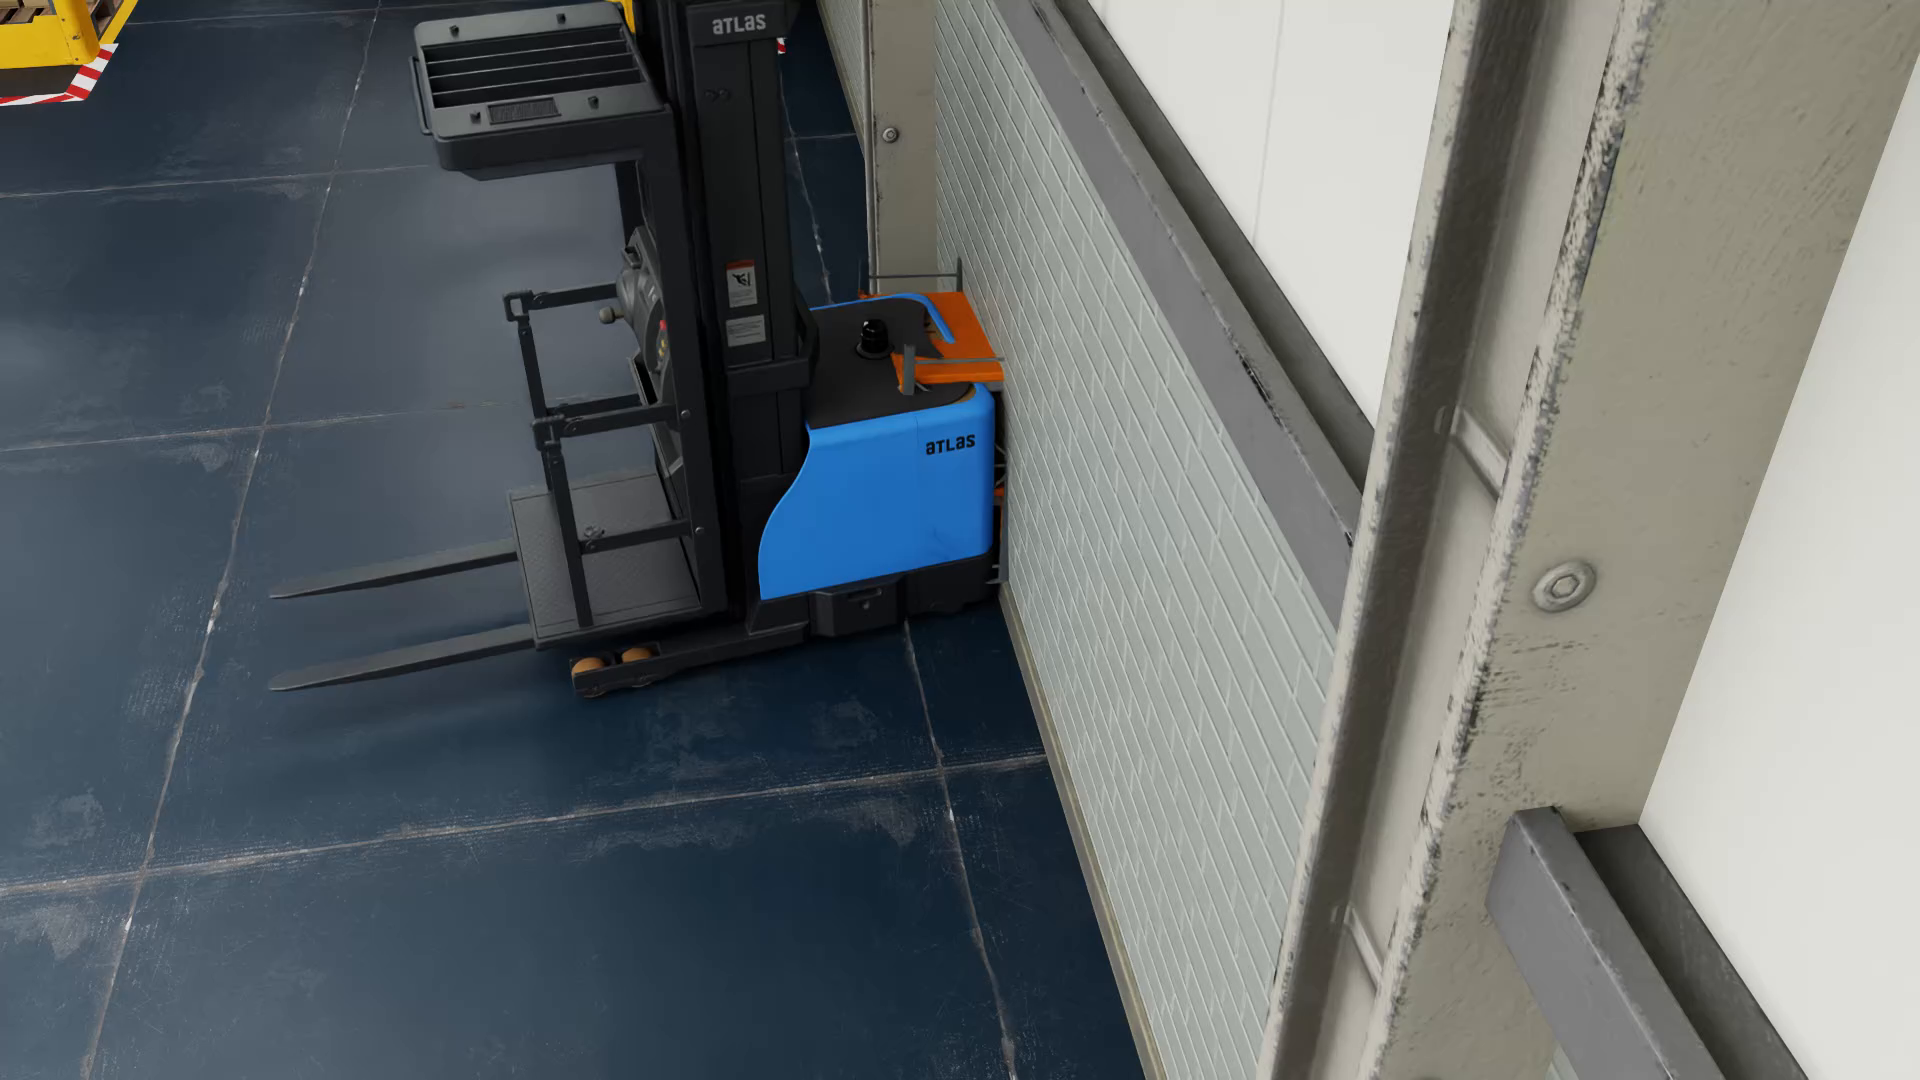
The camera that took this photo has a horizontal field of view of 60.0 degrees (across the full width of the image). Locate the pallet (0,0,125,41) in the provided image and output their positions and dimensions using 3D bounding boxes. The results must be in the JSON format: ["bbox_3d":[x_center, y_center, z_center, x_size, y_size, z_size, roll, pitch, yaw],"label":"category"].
[{"bbox_3d":[-7.118,-4.133,12.898,1.003,0.211,1.213,-6,38,-8],"label":"pallet"}]

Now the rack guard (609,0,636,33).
[{"bbox_3d":[-2.107,-4.228,12.785,1.175,0.500,0.348,-6,38,-8],"label":"rack guard"}]

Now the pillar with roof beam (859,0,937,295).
[{"bbox_3d":[-4.532,-4.029,5.602,9.100,9.000,0.400,-6,38,-8],"label":"pillar with roof beam"}]

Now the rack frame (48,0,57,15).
[{"bbox_3d":[-6.997,-4.694,11.347,1.000,3.000,0.127,-6,38,-8],"label":"rack frame"}]

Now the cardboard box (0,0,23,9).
[{"bbox_3d":[-7.408,-4.248,12.671,0.500,0.250,0.500,-6,38,-8],"label":"cardboard box"}]

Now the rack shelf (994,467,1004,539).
[{"bbox_3d":[-0.133,-0.326,7.508,0.538,0.278,1.000,-4,29,-13],"label":"rack shelf"}]

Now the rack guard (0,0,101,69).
[{"bbox_3d":[-7.011,-3.753,12.173,1.175,0.500,0.348,-6,38,-8],"label":"rack guard"}]

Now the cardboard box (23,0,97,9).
[{"bbox_3d":[-6.866,-4.291,12.727,0.500,0.250,0.500,-7,38,-8],"label":"cardboard box"}]

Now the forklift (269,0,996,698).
[{"bbox_3d":[-1.416,-0.870,6.481,3.031,2.935,1.130,-11,39,-14],"label":"forklift"}]

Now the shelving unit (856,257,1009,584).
[{"bbox_3d":[-0.122,-0.540,7.391,0.538,1.125,1.048,-4,29,-13],"label":"shelving unit"}]

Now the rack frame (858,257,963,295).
[{"bbox_3d":[-0.238,-0.781,7.824,0.500,1.125,0.032,-4,29,-13],"label":"rack frame"}]

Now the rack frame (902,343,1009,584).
[{"bbox_3d":[-0.005,-0.300,6.959,0.500,1.125,0.032,-4,29,-13],"label":"rack frame"}]

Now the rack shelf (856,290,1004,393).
[{"bbox_3d":[-0.107,-0.798,7.252,0.538,0.278,1.000,-4,29,-13],"label":"rack shelf"}]
